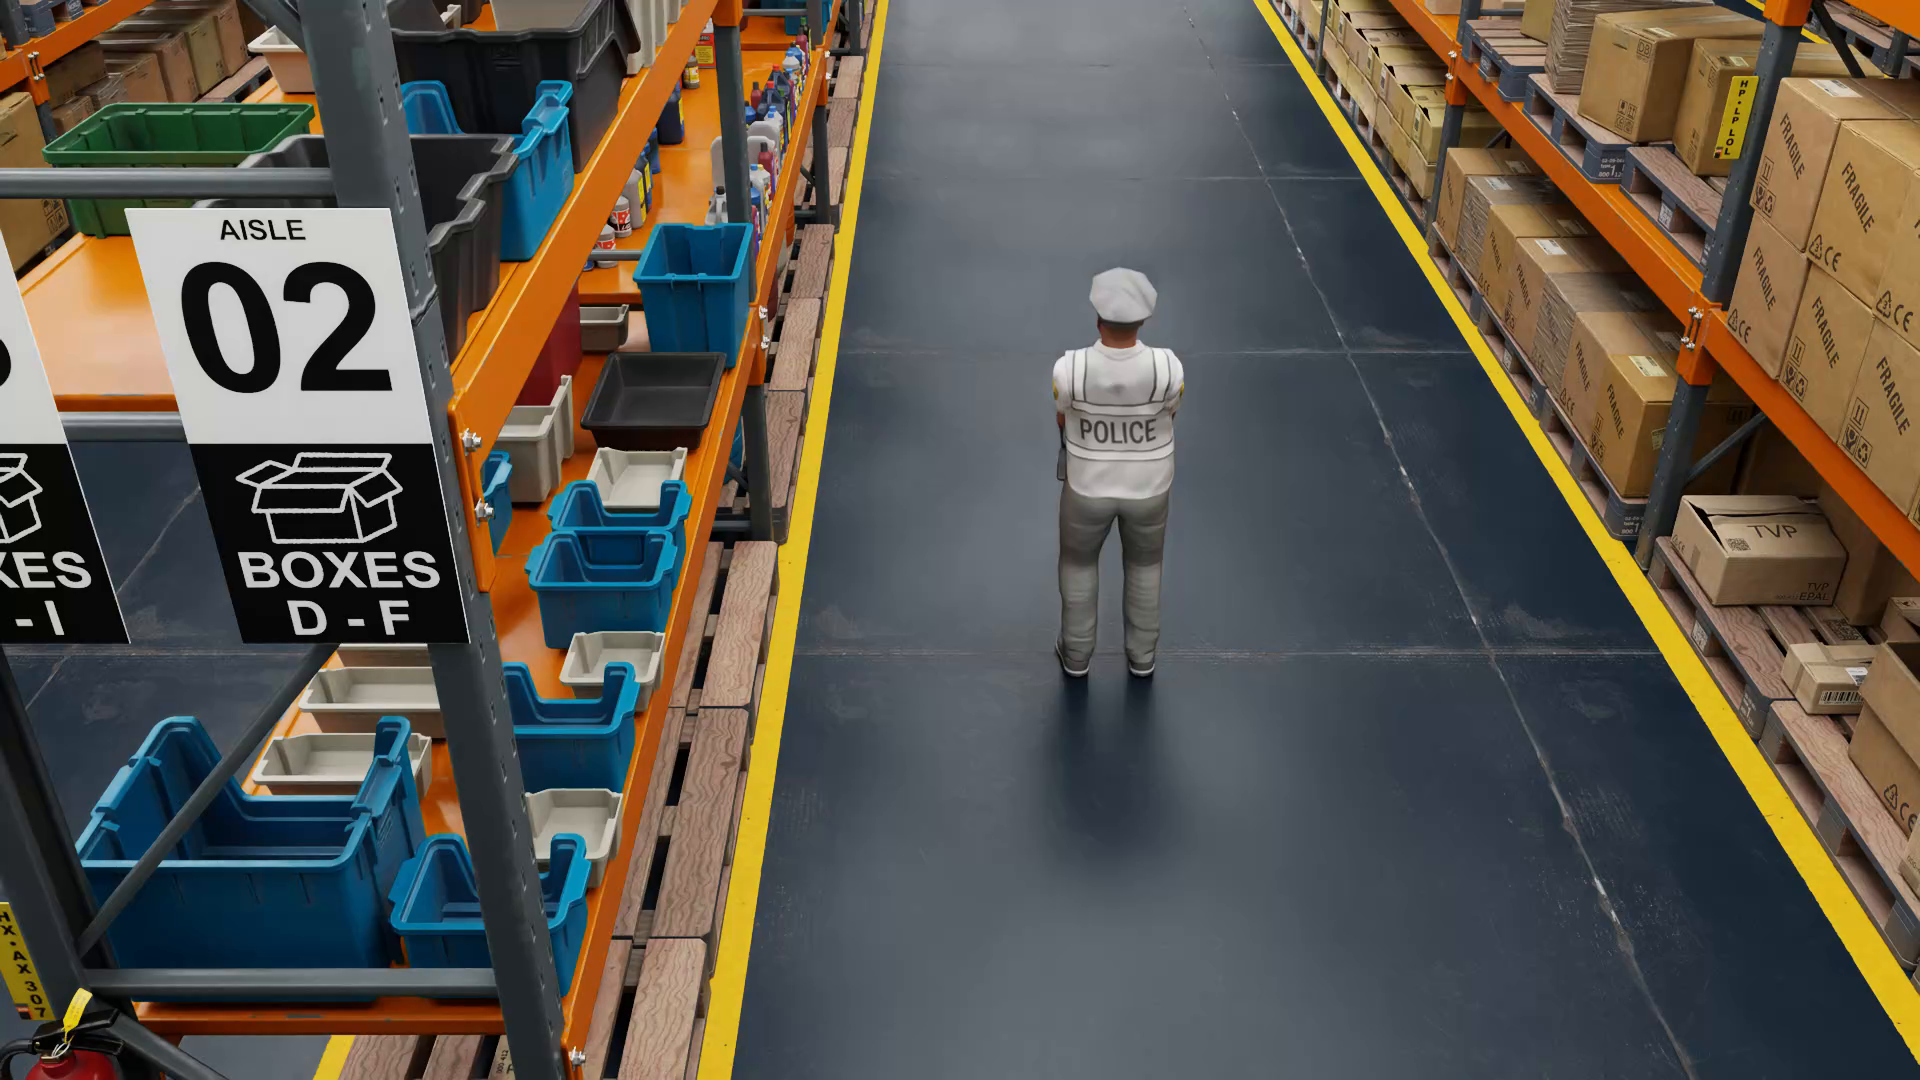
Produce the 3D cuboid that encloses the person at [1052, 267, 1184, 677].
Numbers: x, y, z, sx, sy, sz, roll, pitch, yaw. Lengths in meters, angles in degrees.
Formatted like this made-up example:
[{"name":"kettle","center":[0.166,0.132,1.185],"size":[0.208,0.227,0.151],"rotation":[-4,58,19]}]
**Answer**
[{"name":"person","center":[0.594,-0.277,6.568],"size":[0.493,1.763,0.573],"rotation":[0,31,0]}]
